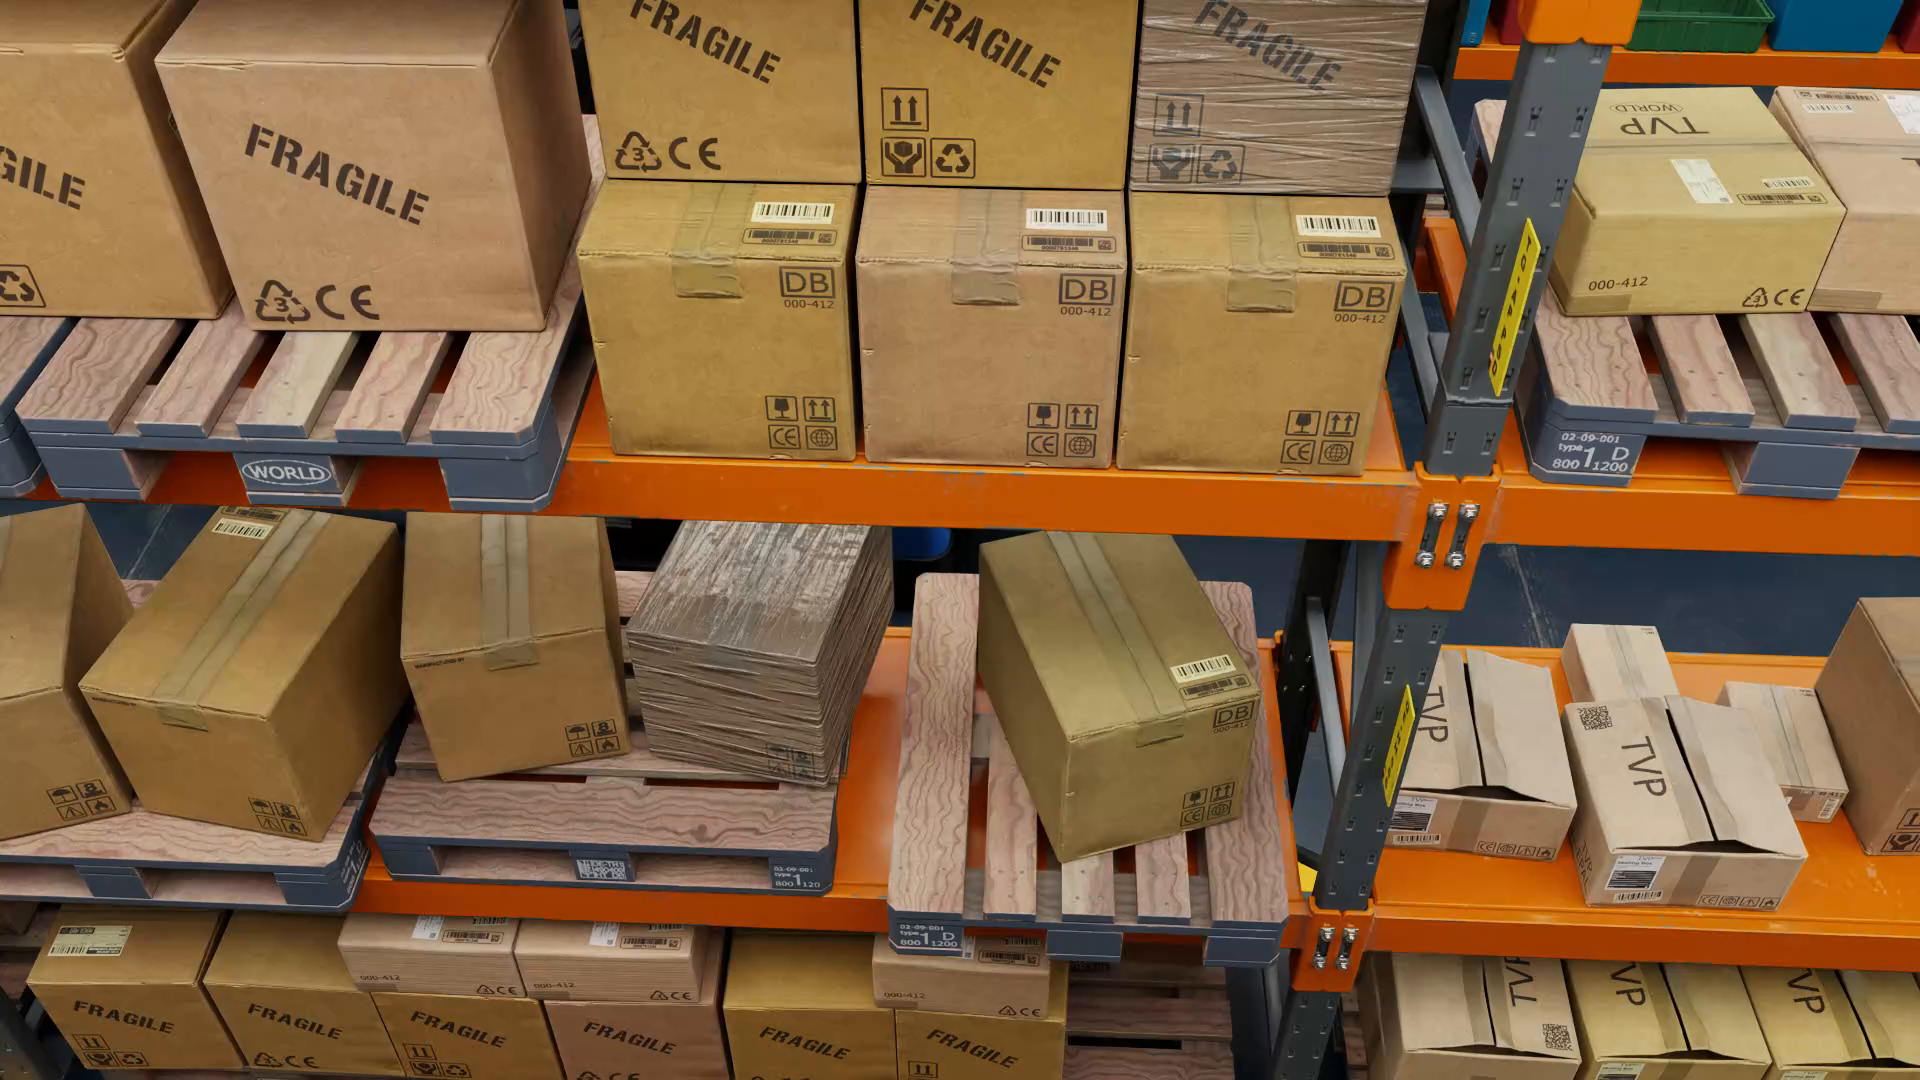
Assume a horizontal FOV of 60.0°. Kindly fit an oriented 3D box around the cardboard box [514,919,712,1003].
[{"bbox_3d":[-1.000,1.083,4.933,0.500,0.250,0.500,1,43,1],"label":"cardboard box"}]

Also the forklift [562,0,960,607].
[{"bbox_3d":[-1.480,-1.242,6.518,3.031,2.935,1.130,5,43,6],"label":"forklift"}]

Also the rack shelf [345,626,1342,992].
[{"bbox_3d":[-0.974,0.702,4.909,4.000,0.370,1.077,2,43,2],"label":"rack shelf"}]

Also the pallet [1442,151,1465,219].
[{"bbox_3d":[3.238,-1.763,9.072,1.213,0.211,1.003,2,43,2],"label":"pallet"}]

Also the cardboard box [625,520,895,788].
[{"bbox_3d":[-0.516,0.210,4.528,0.500,0.500,0.700,9,44,10],"label":"cardboard box"}]

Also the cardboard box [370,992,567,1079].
[{"bbox_3d":[-1.468,1.341,5.206,0.500,0.500,0.500,2,43,2],"label":"cardboard box"}]

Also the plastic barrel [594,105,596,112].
[{"bbox_3d":[-2.203,-2.353,8.892,0.708,0.901,0.600,2,43,2],"label":"plastic barrel"}]

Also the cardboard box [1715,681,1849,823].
[{"bbox_3d":[2.300,0.593,4.682,0.250,0.149,0.380,5,43,5],"label":"cardboard box"}]

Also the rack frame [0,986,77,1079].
[{"bbox_3d":[-2.972,0.378,4.729,0.127,3.000,1.000,2,43,2],"label":"rack frame"}]

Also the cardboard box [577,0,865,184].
[{"bbox_3d":[-0.431,-1.049,3.253,0.500,0.500,0.500,2,43,2],"label":"cardboard box"}]

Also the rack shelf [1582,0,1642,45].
[{"bbox_3d":[3.022,-1.224,2.868,4.000,0.370,1.077,2,43,2],"label":"rack shelf"}]

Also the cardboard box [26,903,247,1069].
[{"bbox_3d":[-2.500,1.312,5.237,0.500,0.500,0.500,0,43,0],"label":"cardboard box"}]

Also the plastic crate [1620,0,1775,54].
[{"bbox_3d":[3.494,-2.533,8.010,0.662,0.188,0.450,2,43,2],"label":"plastic crate"}]

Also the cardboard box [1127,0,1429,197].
[{"bbox_3d":[0.588,-1.017,3.219,0.500,0.500,0.500,2,43,2],"label":"cardboard box"}]

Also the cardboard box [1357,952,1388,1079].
[{"bbox_3d":[1.534,1.569,5.160,0.500,0.250,0.500,2,43,2],"label":"cardboard box"}]

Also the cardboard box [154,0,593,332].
[{"bbox_3d":[-1.140,-0.842,3.383,0.600,0.600,0.600,0,43,0],"label":"cardboard box"}]

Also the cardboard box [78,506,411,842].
[{"bbox_3d":[-1.819,0.332,4.397,0.500,0.500,0.700,8,44,9],"label":"cardboard box"}]

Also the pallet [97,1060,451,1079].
[{"bbox_3d":[-2.158,1.397,5.681,1.213,0.211,1.003,2,43,2],"label":"pallet"}]

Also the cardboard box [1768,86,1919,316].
[{"bbox_3d":[2.004,-0.716,3.505,0.500,0.250,0.500,3,43,3],"label":"cardboard box"}]

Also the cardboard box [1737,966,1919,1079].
[{"bbox_3d":[2.568,1.391,4.939,0.500,0.311,0.500,1,43,1],"label":"cardboard box"}]

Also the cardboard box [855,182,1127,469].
[{"bbox_3d":[0.077,-0.640,3.548,0.500,0.500,0.910,2,43,2],"label":"cardboard box"}]

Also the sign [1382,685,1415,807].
[{"bbox_3d":[1.009,0.476,3.833,0.005,0.325,0.100,2,43,2],"label":"sign"}]

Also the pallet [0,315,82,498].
[{"bbox_3d":[-2.324,-0.583,3.698,1.003,0.211,1.213,2,43,2],"label":"pallet"}]

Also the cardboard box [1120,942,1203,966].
[{"bbox_3d":[0.582,1.046,5.524,0.500,0.500,0.500,3,43,4],"label":"cardboard box"}]

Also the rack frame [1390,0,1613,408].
[{"bbox_3d":[1.024,-1.695,2.553,0.127,3.000,1.000,2,43,2],"label":"rack frame"}]

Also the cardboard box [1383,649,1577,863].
[{"bbox_3d":[1.385,0.574,4.584,0.500,0.311,0.500,4,43,5],"label":"cardboard box"}]

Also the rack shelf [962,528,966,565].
[{"bbox_3d":[0.273,-0.202,7.059,0.480,0.518,0.431,5,43,6],"label":"rack shelf"}]

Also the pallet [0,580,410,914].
[{"bbox_3d":[-2.179,0.547,4.689,1.213,0.211,1.003,2,43,2],"label":"pallet"}]

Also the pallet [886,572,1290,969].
[{"bbox_3d":[0.343,0.598,4.634,1.003,0.211,1.213,2,43,2],"label":"pallet"}]

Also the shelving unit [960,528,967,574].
[{"bbox_3d":[0.273,-0.724,6.572,0.503,2.100,0.431,5,43,6],"label":"shelving unit"}]

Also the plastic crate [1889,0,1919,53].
[{"bbox_3d":[4.749,-2.579,7.857,0.583,0.464,0.402,2,43,2],"label":"plastic crate"}]

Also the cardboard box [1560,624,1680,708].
[{"bbox_3d":[1.935,0.432,4.856,0.250,0.149,0.380,2,43,2],"label":"cardboard box"}]

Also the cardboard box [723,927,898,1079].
[{"bbox_3d":[-0.438,1.369,5.176,0.500,0.500,0.500,0,43,0],"label":"cardboard box"}]

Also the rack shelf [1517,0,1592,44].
[{"bbox_3d":[-0.974,-1.346,3.000,4.000,0.370,1.077,2,43,2],"label":"rack shelf"}]

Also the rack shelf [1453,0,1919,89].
[{"bbox_3d":[3.249,-2.548,8.397,4.000,0.370,1.077,2,43,2],"label":"rack shelf"}]

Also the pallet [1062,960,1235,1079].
[{"bbox_3d":[0.280,1.472,5.600,1.213,0.211,1.003,2,43,2],"label":"pallet"}]

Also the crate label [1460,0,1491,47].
[{"bbox_3d":[2.231,-2.671,7.976,0.616,0.435,0.502,2,43,2],"label":"crate label"}]

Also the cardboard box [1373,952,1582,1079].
[{"bbox_3d":[1.534,1.364,4.969,0.500,0.311,0.500,3,43,3],"label":"cardboard box"}]
